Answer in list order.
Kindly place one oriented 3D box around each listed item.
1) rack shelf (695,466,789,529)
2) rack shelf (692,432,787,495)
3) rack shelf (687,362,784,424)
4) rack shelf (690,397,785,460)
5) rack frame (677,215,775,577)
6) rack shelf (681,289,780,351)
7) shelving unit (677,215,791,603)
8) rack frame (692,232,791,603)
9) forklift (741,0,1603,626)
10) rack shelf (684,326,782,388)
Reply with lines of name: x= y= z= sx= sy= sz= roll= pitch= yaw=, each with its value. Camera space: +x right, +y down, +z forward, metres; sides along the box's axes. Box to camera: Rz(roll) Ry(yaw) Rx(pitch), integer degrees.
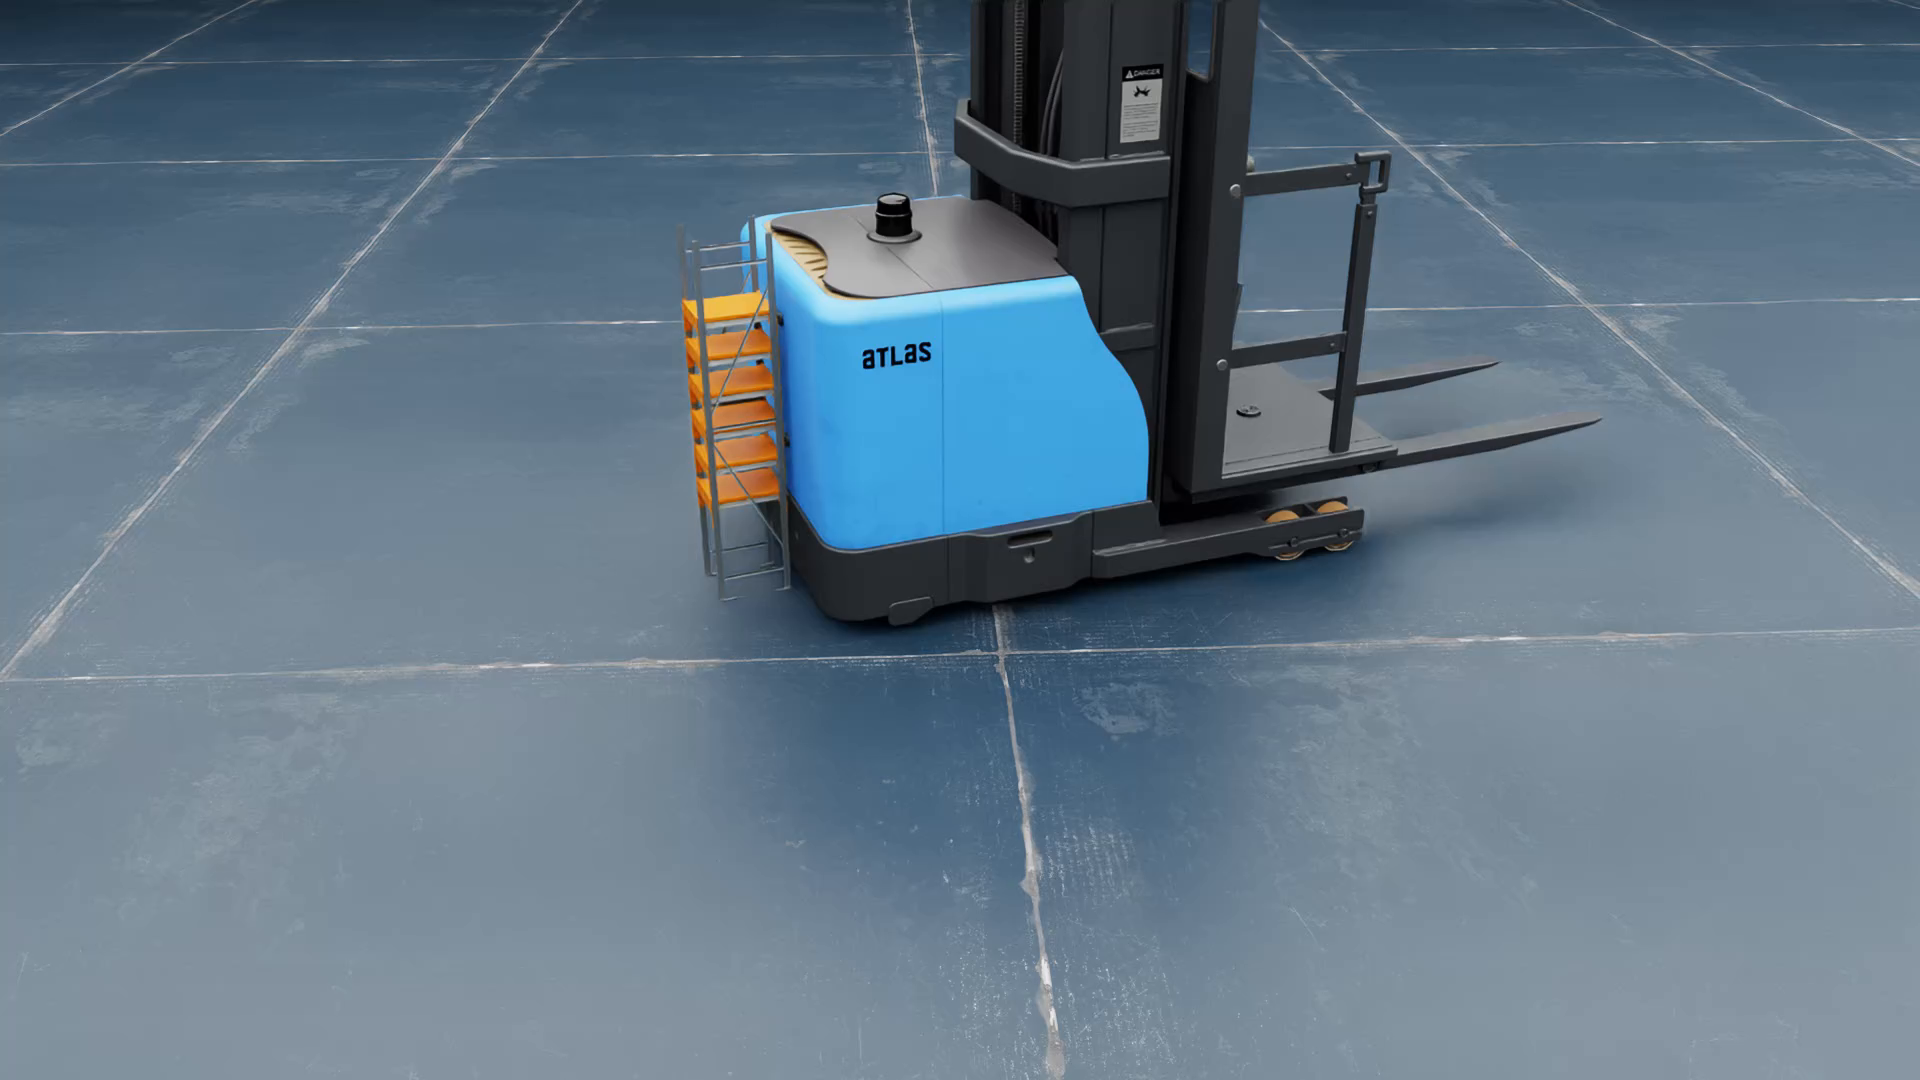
rack shelf: x=-0.699 y=-0.139 z=5.334 sx=0.258 sy=0.103 sz=0.180 roll=-11 pitch=29 yaw=-20
rack shelf: x=-0.699 y=-0.245 z=5.278 sx=0.258 sy=0.103 sz=0.180 roll=-11 pitch=29 yaw=-20
rack shelf: x=-0.699 y=-0.458 z=5.167 sx=0.258 sy=0.103 sz=0.180 roll=-11 pitch=29 yaw=-20
rack shelf: x=-0.699 y=-0.352 z=5.223 sx=0.258 sy=0.103 sz=0.180 roll=-11 pitch=29 yaw=-20
rack frame: x=-0.734 y=-0.430 z=5.278 sx=0.240 sy=1.200 sz=0.006 roll=-11 pitch=29 yaw=-20
rack shelf: x=-0.699 y=-0.671 z=5.056 sx=0.258 sy=0.103 sz=0.180 roll=-11 pitch=29 yaw=-20
shelving unit: x=-0.699 y=-0.391 z=5.202 sx=0.258 sy=1.200 sz=0.189 roll=-11 pitch=29 yaw=-20
rack frame: x=-0.664 y=-0.352 z=5.127 sx=0.240 sy=1.200 sz=0.006 roll=-11 pitch=29 yaw=-20
forklift: x=0.839 y=-1.447 z=5.355 sx=3.031 sy=2.935 sz=1.130 roll=-10 pitch=29 yaw=-18
rack shelf: x=-0.699 y=-0.565 z=5.112 sx=0.258 sy=0.103 sz=0.180 roll=-11 pitch=29 yaw=-20
